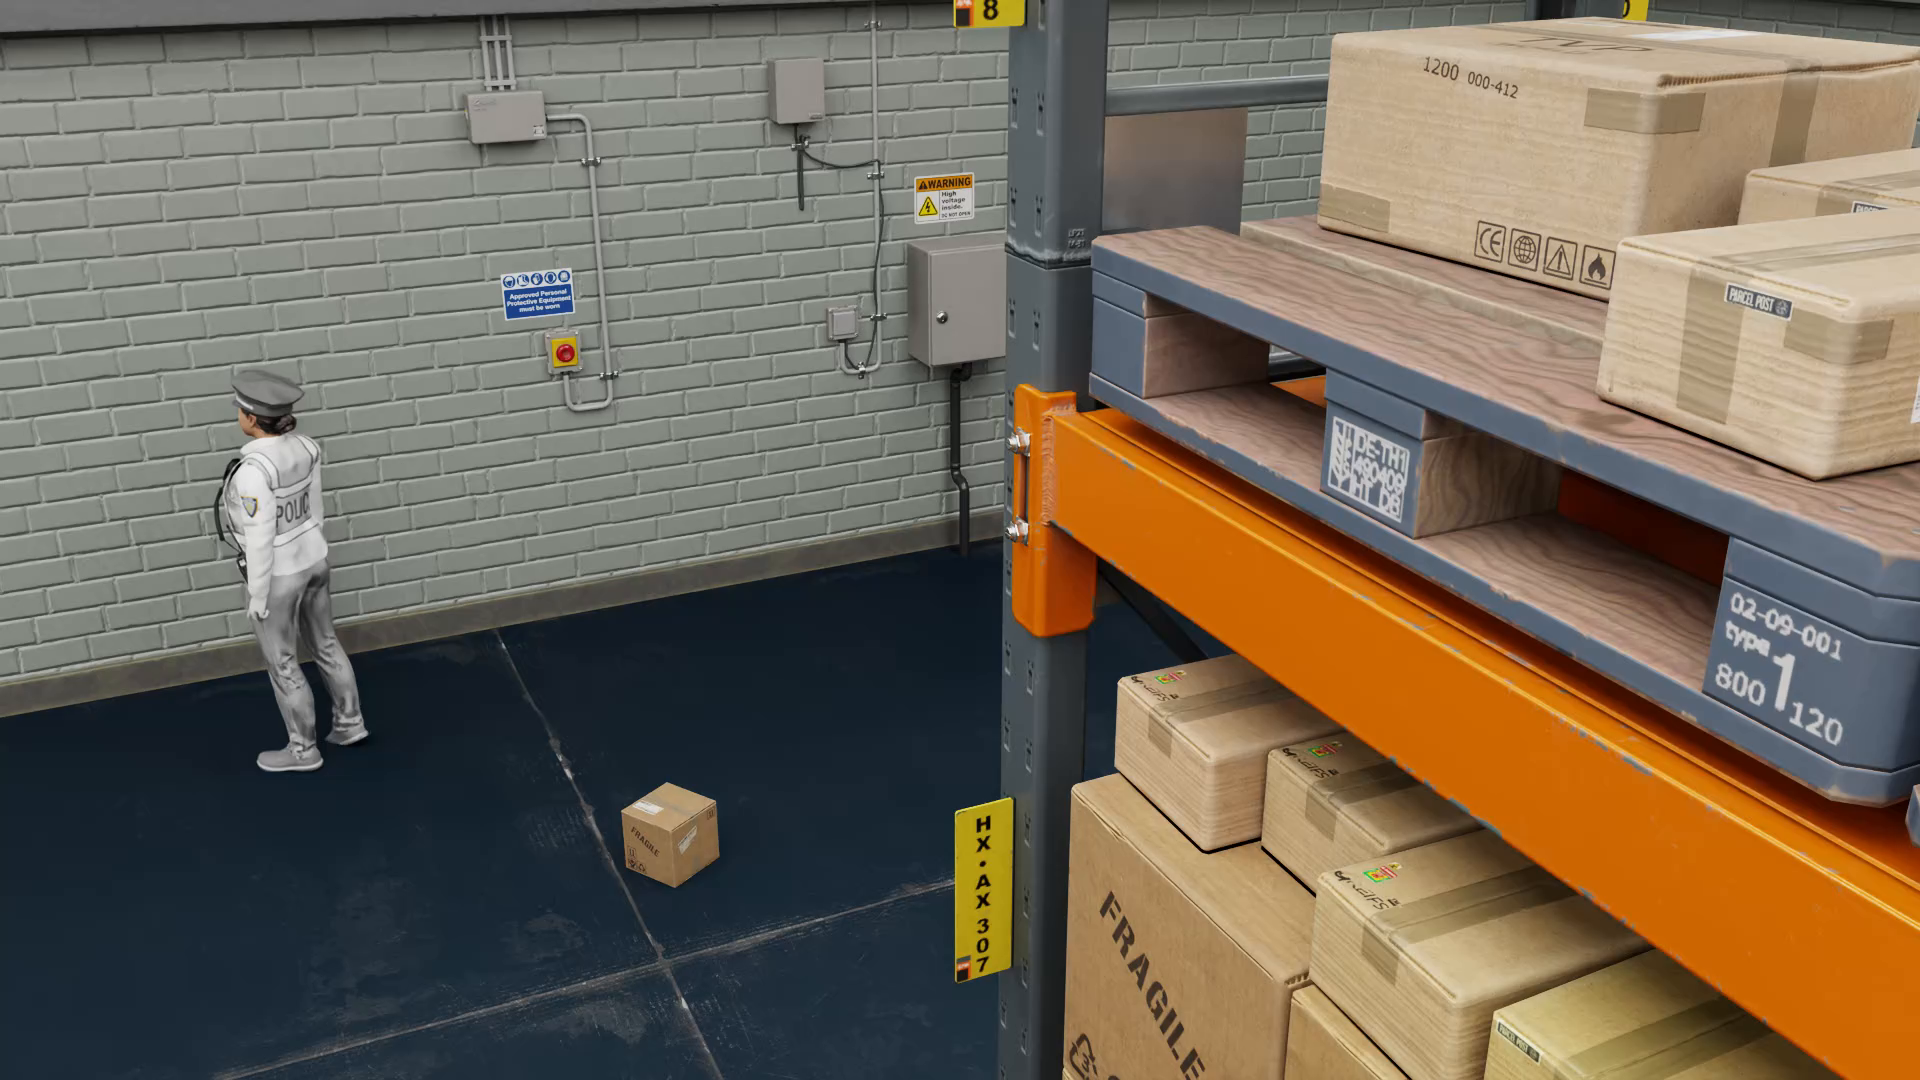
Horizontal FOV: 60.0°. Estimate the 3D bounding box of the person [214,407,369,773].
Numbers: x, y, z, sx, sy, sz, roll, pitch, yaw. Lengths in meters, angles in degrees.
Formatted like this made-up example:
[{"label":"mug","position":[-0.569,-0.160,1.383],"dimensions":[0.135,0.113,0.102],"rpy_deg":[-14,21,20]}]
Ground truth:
[{"label":"person","position":[-2.743,0.178,6.746],"dimensions":[0.357,1.723,0.470],"rpy_deg":[6,23,13]}]
